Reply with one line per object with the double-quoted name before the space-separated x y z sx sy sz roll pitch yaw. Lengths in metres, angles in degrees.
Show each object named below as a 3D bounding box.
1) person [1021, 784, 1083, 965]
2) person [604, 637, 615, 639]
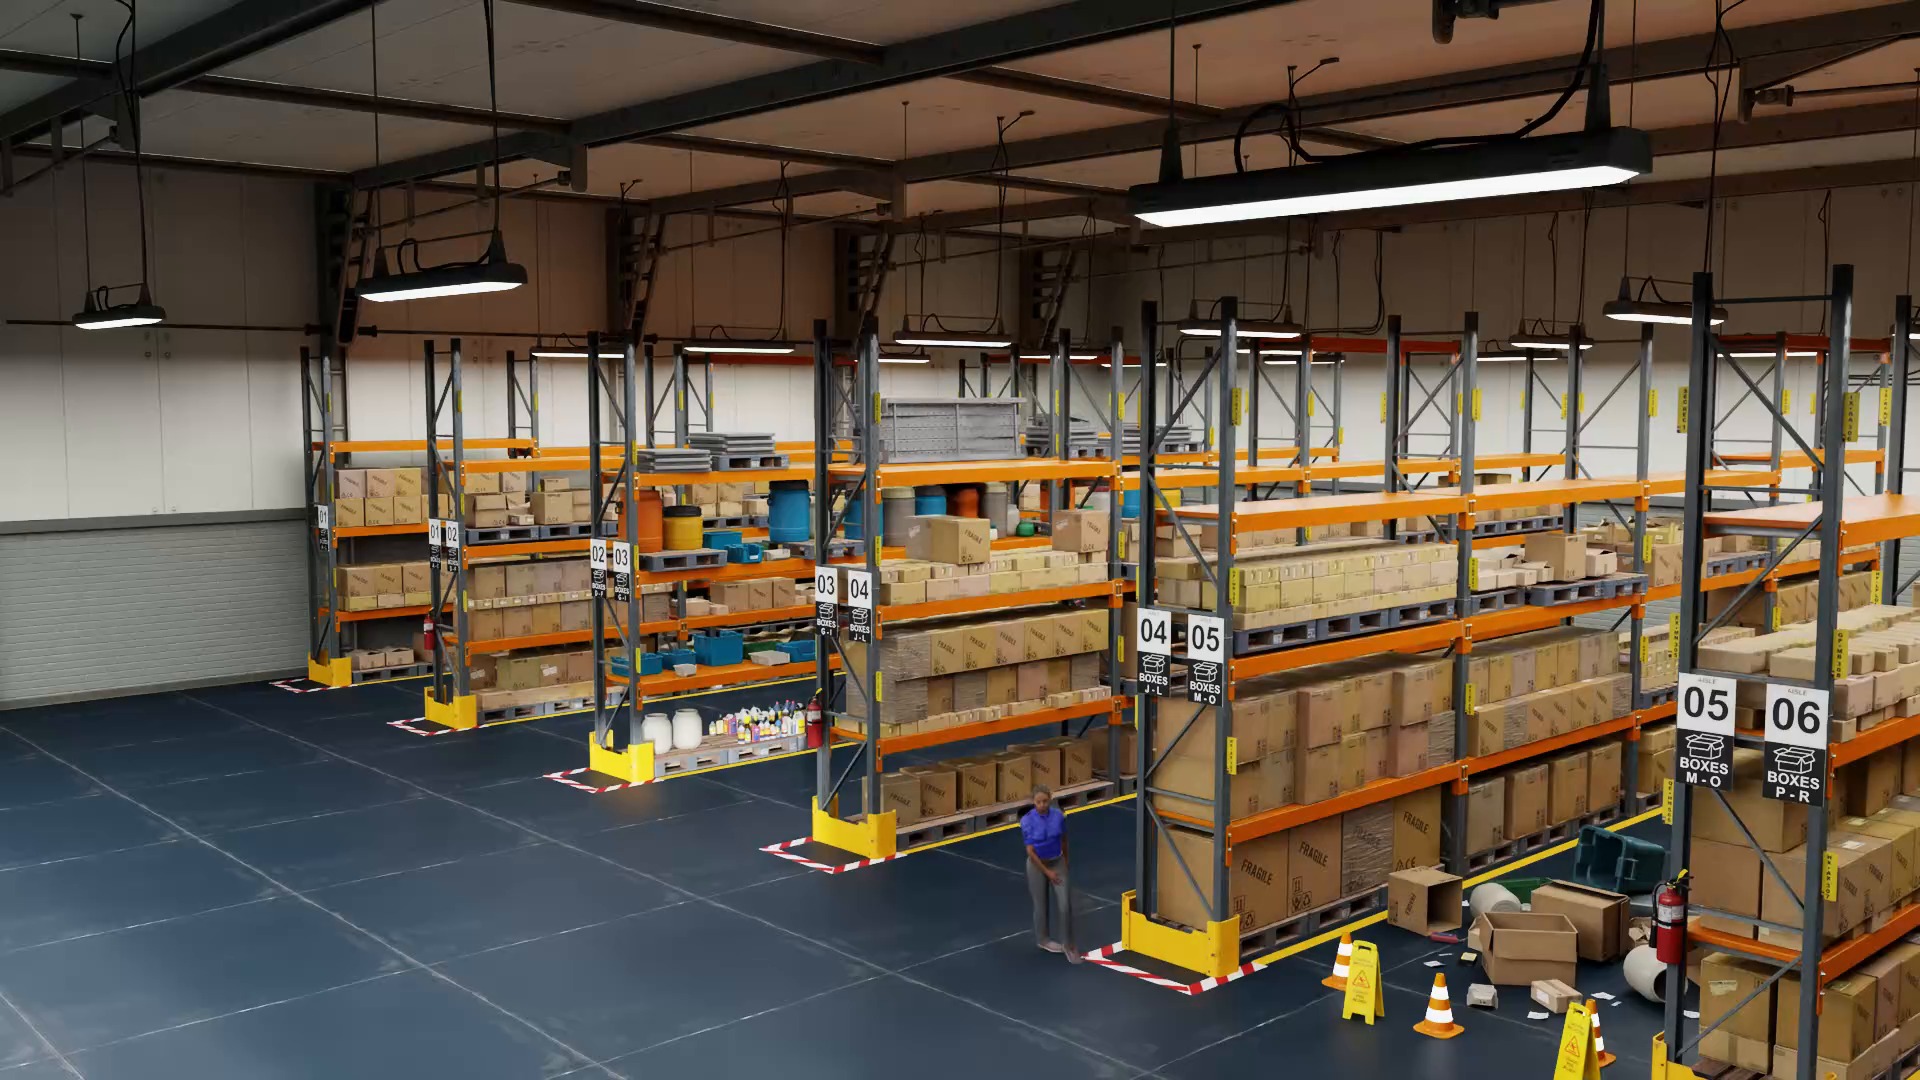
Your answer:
"person" 0.799 3.044 15.191 0.538 1.704 0.542 -2 5 -18
"person" -6.358 1.716 29.870 0.677 1.699 0.835 4 7 40
